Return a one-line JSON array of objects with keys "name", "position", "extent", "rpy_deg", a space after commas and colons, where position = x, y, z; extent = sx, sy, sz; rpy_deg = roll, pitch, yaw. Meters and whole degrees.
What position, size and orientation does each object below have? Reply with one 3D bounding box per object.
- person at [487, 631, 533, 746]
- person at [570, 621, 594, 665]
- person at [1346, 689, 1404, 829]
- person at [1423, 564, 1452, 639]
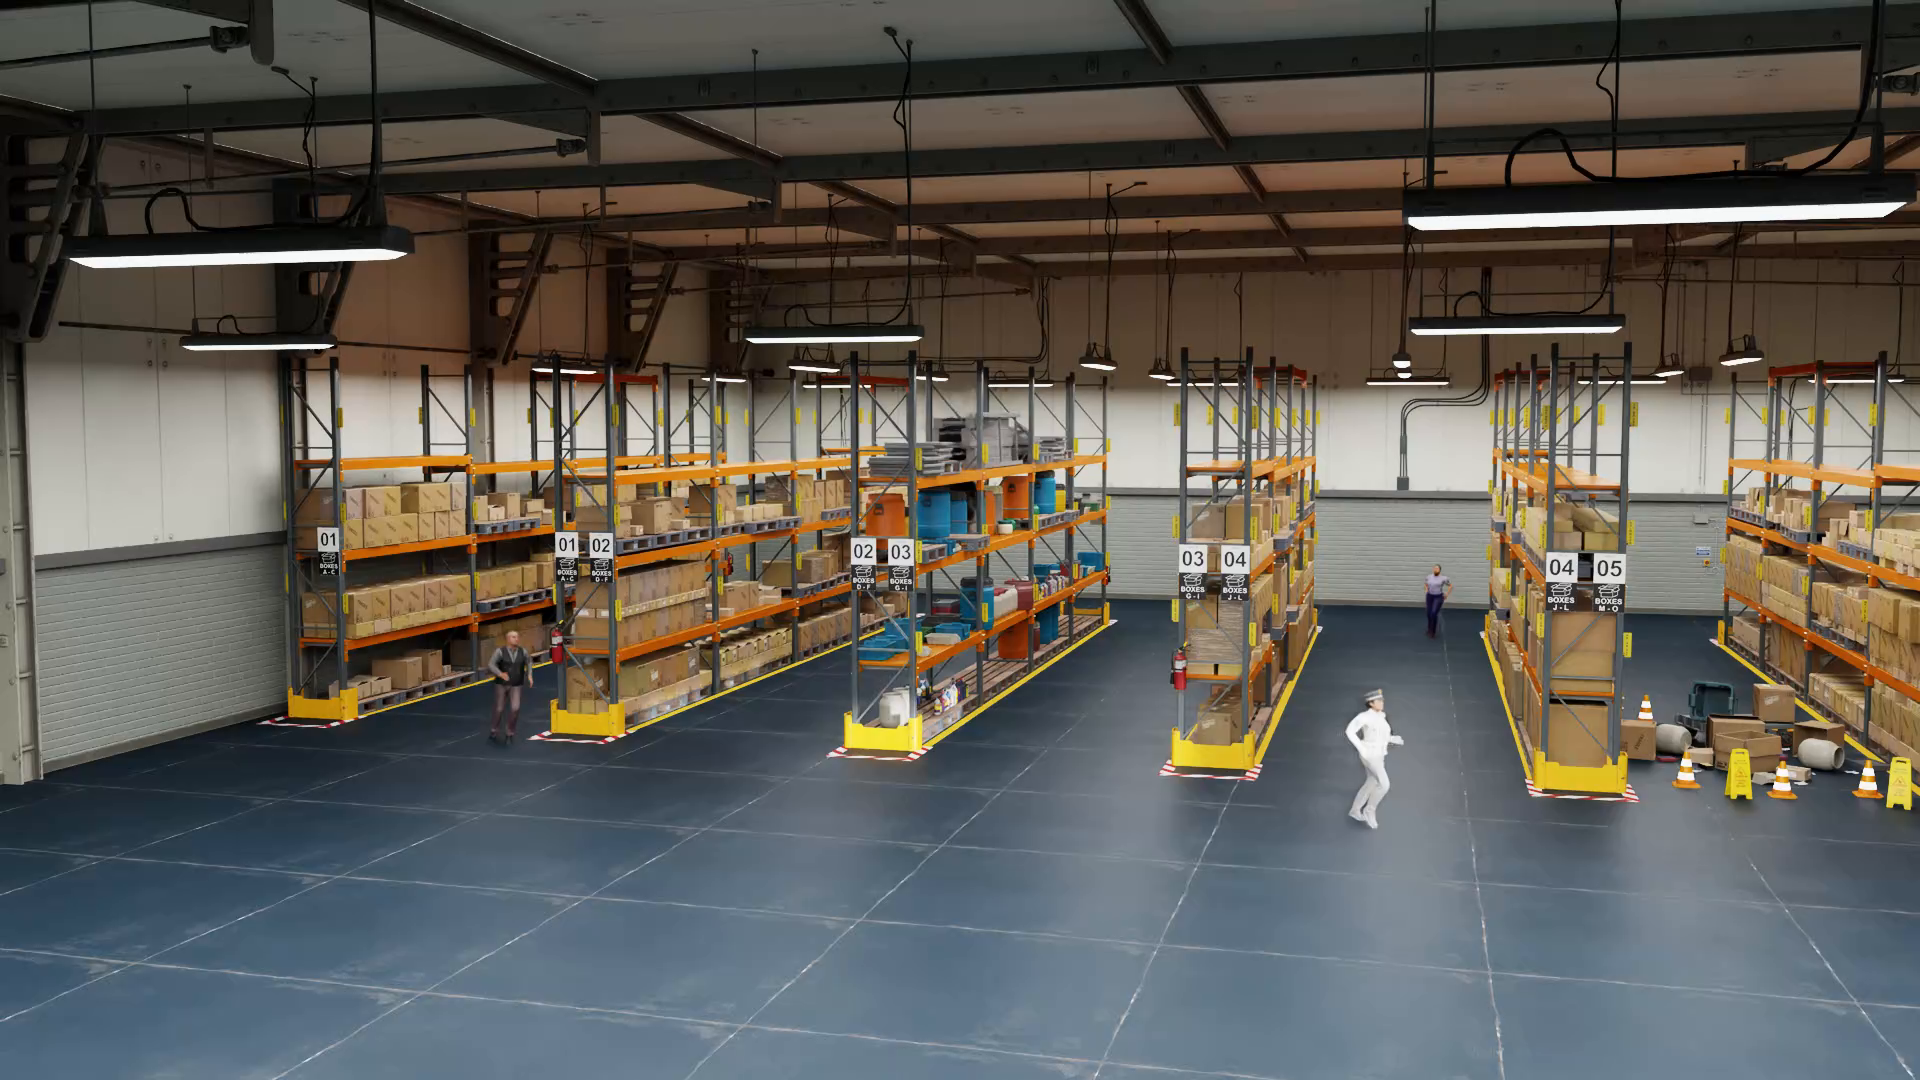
[{"name": "person", "position": [-6.919, 2.279, 25.643], "extent": [0.717, 1.756, 0.661], "rpy_deg": [-2, 5, -25]}, {"name": "person", "position": [-6.700, 1.988, 29.795], "extent": [0.563, 1.686, 0.869], "rpy_deg": [0, 4, 3]}, {"name": "person", "position": [5.076, 2.673, 20.367], "extent": [0.691, 1.712, 0.587], "rpy_deg": [4, 6, 43]}, {"name": "person", "position": [10.837, 1.389, 37.916], "extent": [0.627, 1.685, 0.764], "rpy_deg": [3, 5, 40]}]
